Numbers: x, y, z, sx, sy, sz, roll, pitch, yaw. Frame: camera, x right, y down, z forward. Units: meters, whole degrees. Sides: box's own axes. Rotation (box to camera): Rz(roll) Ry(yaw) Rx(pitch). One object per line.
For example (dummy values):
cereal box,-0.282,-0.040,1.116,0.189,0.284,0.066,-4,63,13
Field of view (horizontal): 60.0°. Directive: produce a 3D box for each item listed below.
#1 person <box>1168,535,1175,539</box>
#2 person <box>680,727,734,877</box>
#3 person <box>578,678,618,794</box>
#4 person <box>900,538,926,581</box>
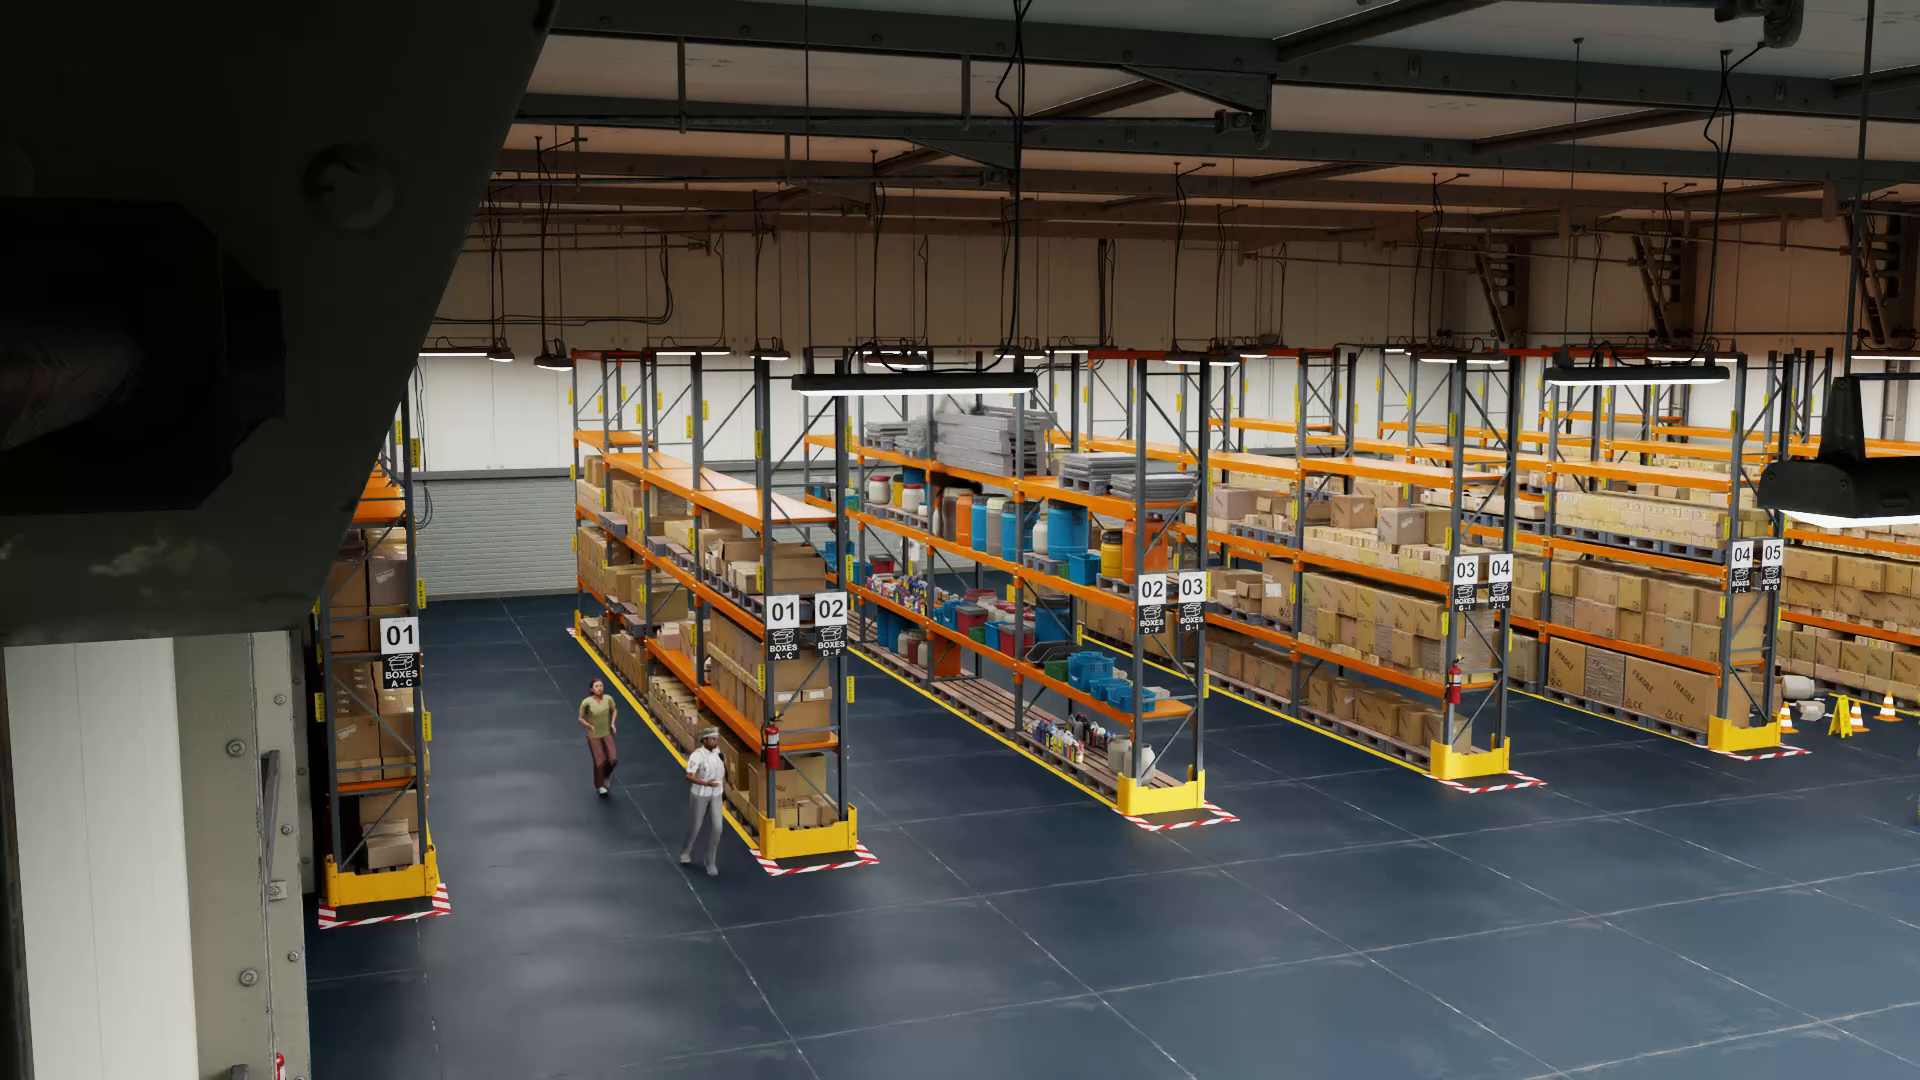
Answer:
person,4.891,0.475,40.383,0.759,1.720,0.596,4,8,28
person,-2.966,3.061,19.735,0.637,1.717,0.695,-6,9,-39
person,-4.925,2.690,22.784,0.556,1.626,0.520,-4,8,-27
person,-1.183,0.522,39.751,0.789,1.837,0.630,0,7,-1
